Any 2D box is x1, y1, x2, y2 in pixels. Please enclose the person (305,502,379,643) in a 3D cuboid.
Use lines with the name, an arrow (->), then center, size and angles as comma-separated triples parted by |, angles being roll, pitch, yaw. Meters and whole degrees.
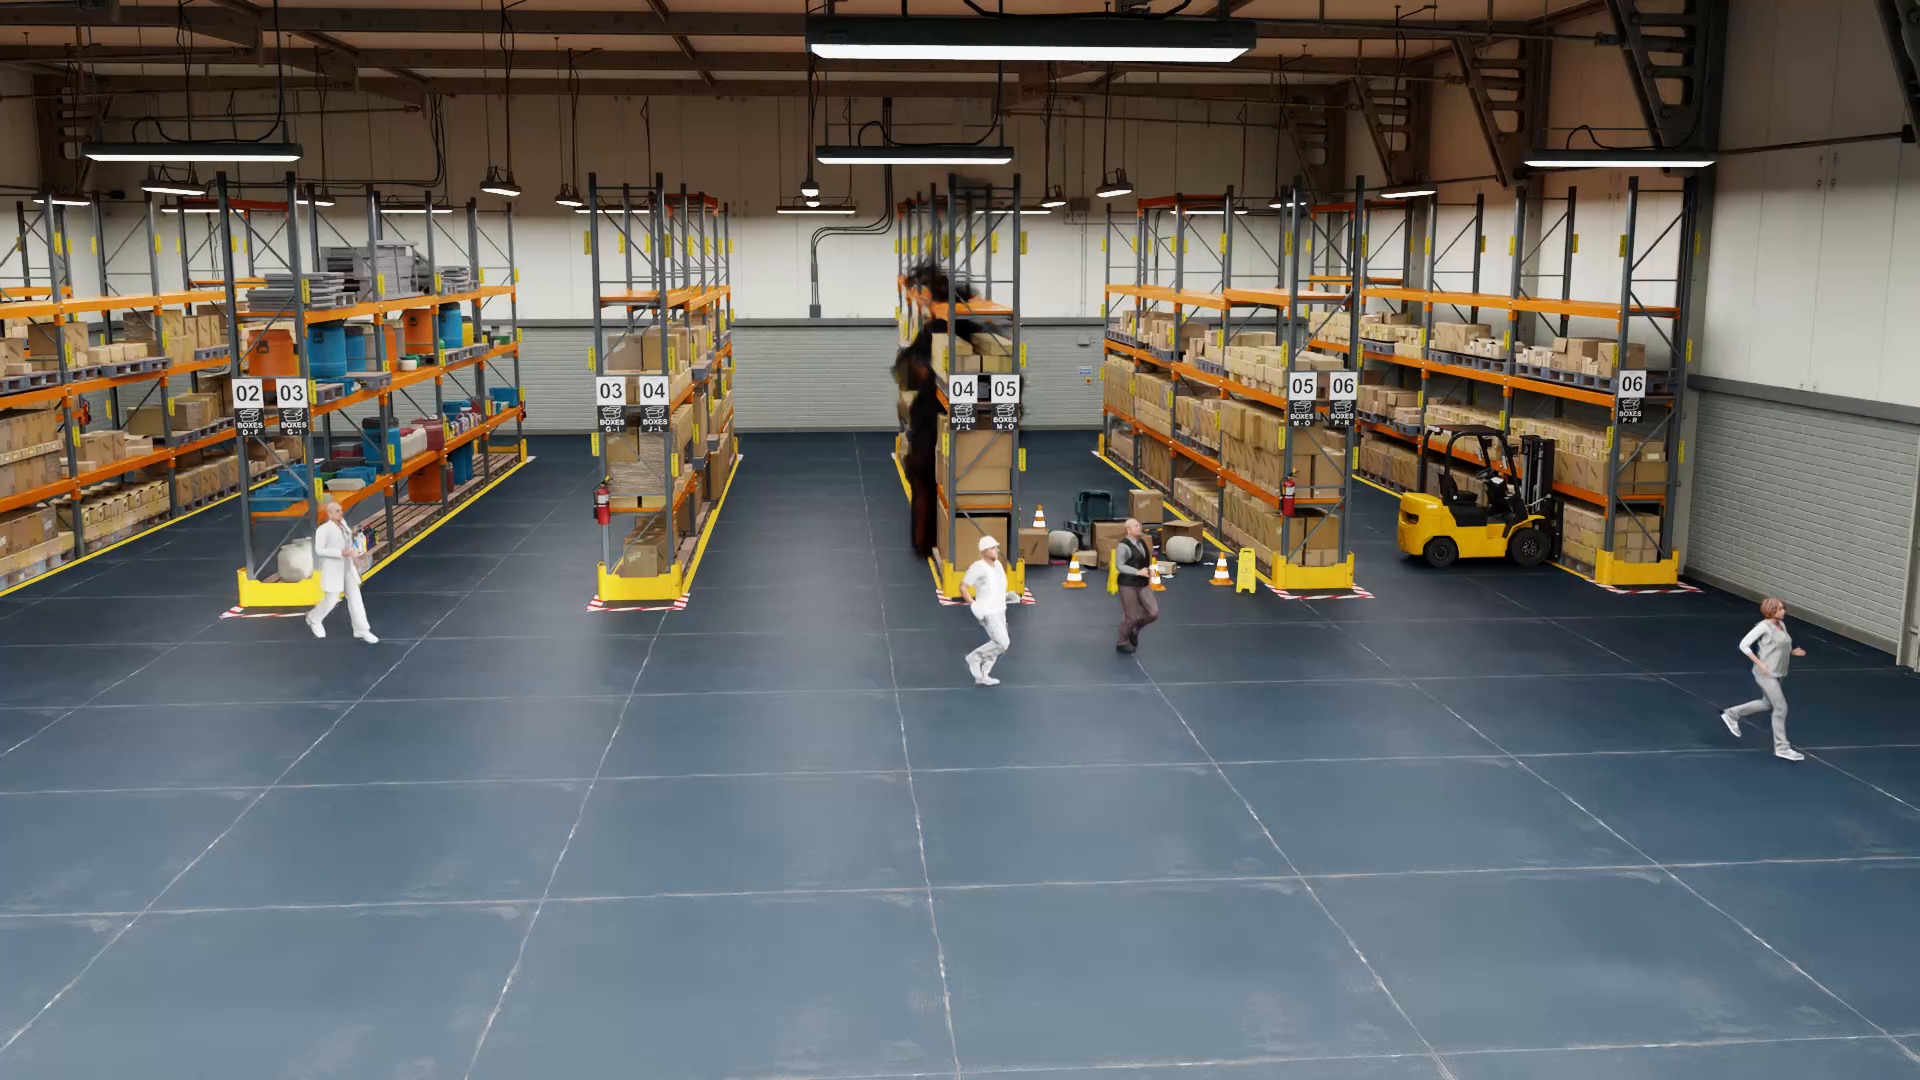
person -> -7.915, 0.404, 21.134 | 1.055, 1.791, 0.724 | 4, 11, 22

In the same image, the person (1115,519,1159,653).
person -> 2.196, 0.573, 20.582 | 0.644, 1.679, 0.596 | -9, 14, -43

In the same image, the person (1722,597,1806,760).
person -> 8.007, 1.338, 16.505 | 0.545, 1.575, 0.864 | -9, 13, -41

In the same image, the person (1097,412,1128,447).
person -> 3.881, -3.174, 41.599 | 0.948, 1.750, 0.758 | 3, 10, 17

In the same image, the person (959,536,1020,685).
person -> 0.384, 0.824, 19.021 | 0.585, 1.738, 0.677 | 5, 11, 28
